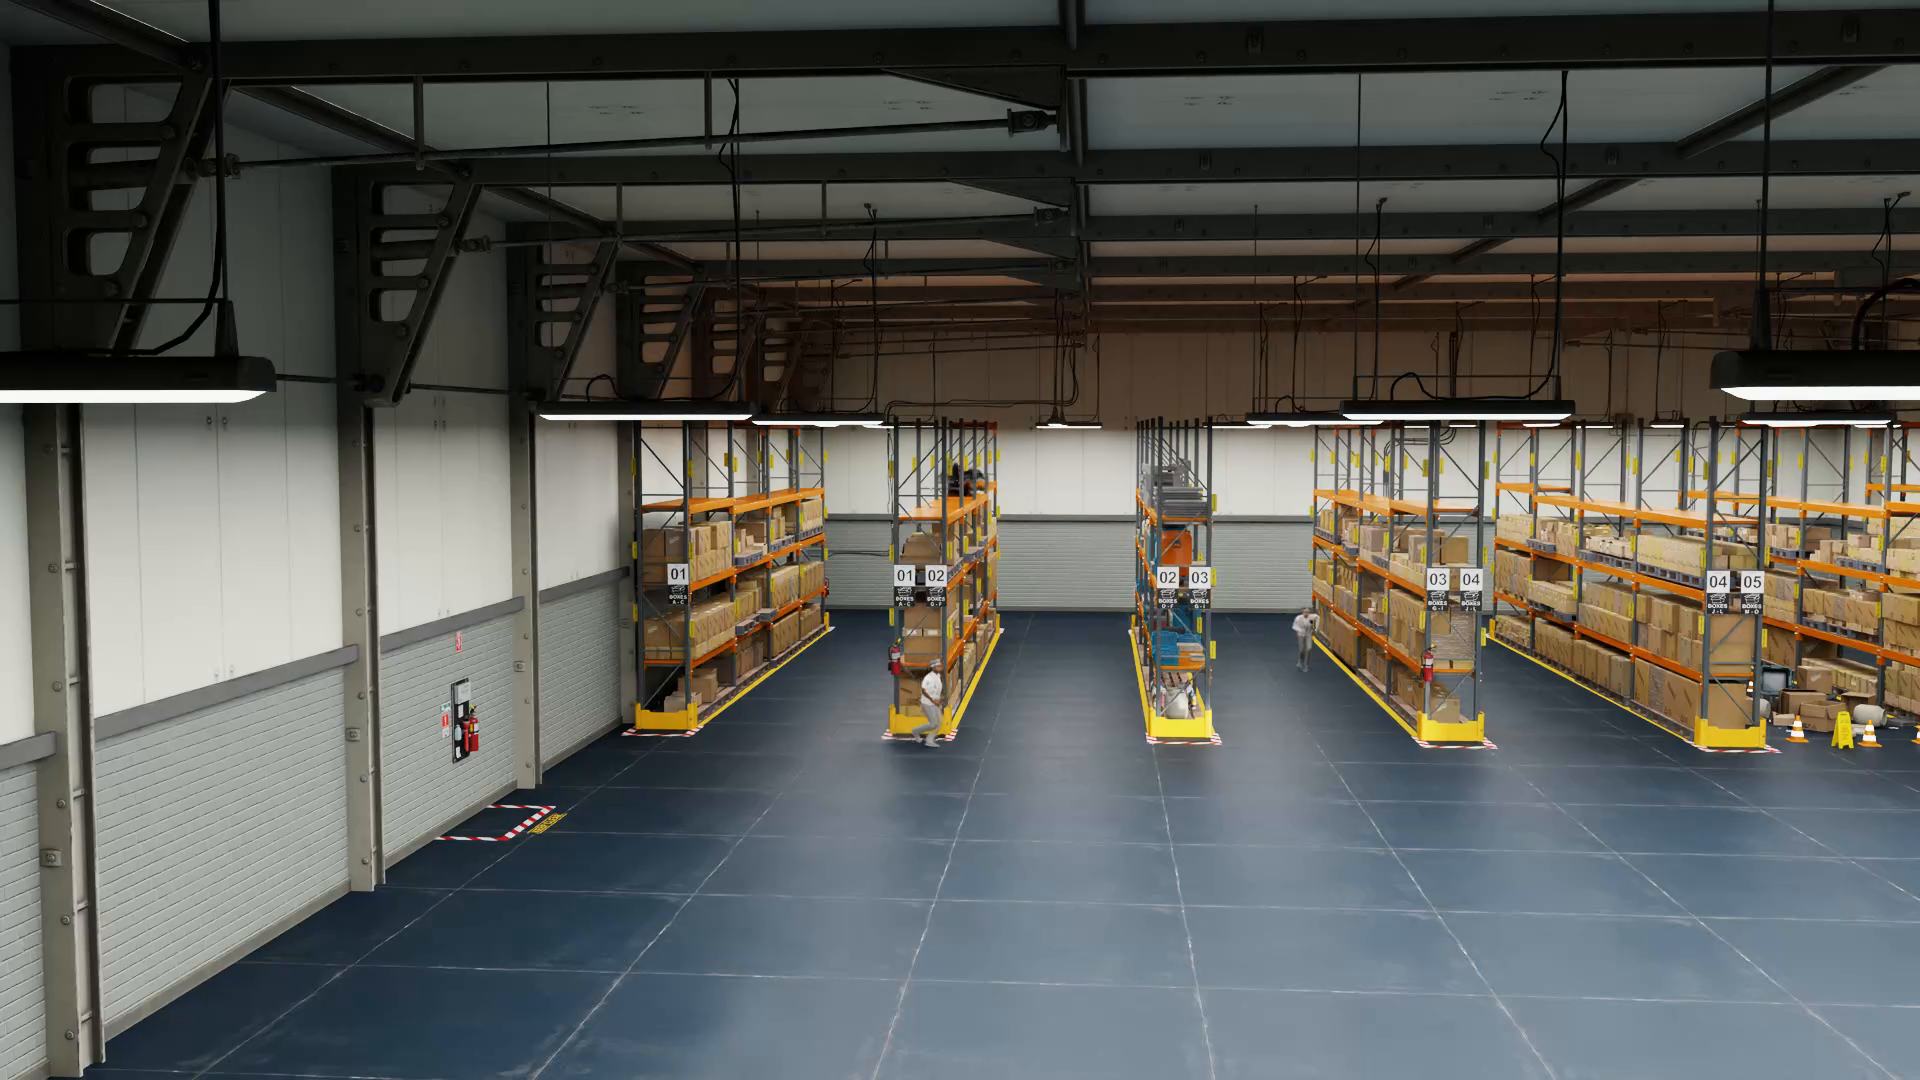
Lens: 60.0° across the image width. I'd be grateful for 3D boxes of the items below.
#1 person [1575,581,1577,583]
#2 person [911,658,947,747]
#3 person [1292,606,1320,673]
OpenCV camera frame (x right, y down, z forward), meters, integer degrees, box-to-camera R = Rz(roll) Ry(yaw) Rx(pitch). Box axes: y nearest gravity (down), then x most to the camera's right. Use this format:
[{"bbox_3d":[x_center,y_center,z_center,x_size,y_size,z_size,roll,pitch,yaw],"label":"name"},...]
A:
[{"bbox_3d":[16.716,1.886,45.163,0.670,1.734,1.024,0,4,-5],"label":"person"},{"bbox_3d":[-0.580,2.950,30.182,0.600,1.627,0.574,2,4,24],"label":"person"},{"bbox_3d":[8.270,2.361,39.852,0.663,1.624,0.946,0,4,3],"label":"person"}]
